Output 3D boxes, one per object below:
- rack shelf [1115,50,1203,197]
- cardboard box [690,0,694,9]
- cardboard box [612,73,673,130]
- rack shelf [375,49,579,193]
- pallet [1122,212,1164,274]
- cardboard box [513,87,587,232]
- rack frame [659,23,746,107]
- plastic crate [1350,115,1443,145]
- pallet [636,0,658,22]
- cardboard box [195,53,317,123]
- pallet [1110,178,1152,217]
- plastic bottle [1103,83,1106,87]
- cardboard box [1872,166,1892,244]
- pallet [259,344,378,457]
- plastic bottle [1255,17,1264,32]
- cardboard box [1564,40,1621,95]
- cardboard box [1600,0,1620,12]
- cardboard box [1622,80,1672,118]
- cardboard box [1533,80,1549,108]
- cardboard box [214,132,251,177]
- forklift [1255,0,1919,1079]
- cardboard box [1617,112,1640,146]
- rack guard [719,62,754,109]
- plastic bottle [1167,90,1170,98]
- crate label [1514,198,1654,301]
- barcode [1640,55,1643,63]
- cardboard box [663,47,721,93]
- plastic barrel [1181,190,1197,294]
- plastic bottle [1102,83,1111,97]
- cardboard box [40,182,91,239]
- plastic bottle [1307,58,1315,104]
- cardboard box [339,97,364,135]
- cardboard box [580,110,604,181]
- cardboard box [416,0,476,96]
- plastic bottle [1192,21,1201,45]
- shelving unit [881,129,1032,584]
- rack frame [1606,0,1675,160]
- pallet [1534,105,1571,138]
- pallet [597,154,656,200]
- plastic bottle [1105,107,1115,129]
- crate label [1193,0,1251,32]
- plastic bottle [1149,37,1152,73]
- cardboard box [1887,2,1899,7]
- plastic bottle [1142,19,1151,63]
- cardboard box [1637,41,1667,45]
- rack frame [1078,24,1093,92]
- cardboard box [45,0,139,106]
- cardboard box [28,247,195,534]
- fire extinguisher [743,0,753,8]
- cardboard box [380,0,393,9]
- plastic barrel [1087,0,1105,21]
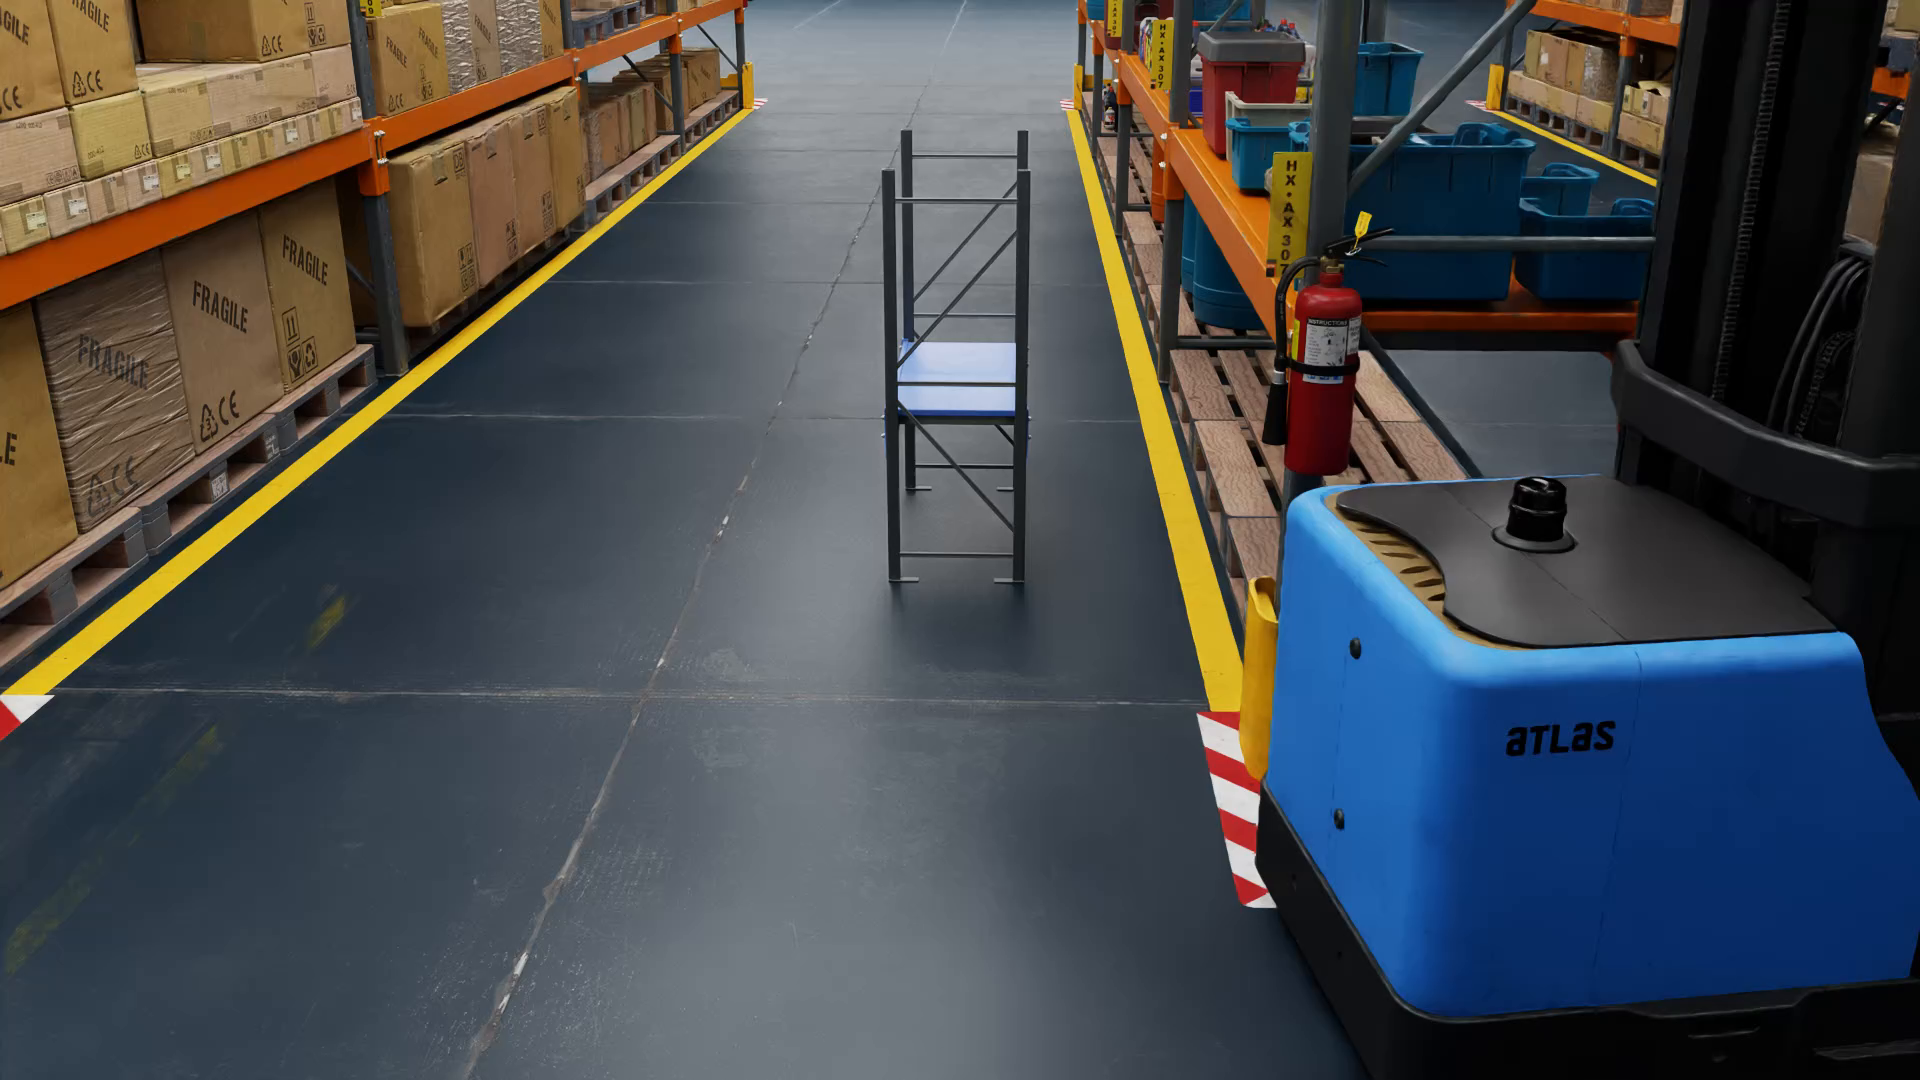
[{"bbox_3d":[1.590,-2.603,10.085,1.077,0.370,4.000,1,21,2],"label":"rack shelf"},{"bbox_3d":[-2.872,-5.391,16.623,0.380,0.149,0.250,1,21,2],"label":"cardboard box"},{"bbox_3d":[-3.126,-4.337,16.434,0.500,0.500,0.500,0,21,0],"label":"cardboard box"},{"bbox_3d":[-3.361,-2.657,10.225,1.077,0.370,4.000,1,21,2],"label":"rack shelf"},{"bbox_3d":[1.668,-2.076,11.587,1.003,0.211,1.213,1,21,2],"label":"pallet"},{"bbox_3d":[-3.342,-2.672,11.625,1.225,0.875,0.875,0,21,-1],"label":"cardboard box"},{"bbox_3d":[-3.057,-6.608,19.413,1.000,3.000,0.127,1,21,2],"label":"rack frame"},{"bbox_3d":[1.764,-1.707,7.079,0.437,0.125,0.590,1,21,2],"label":"plastic crate"},{"bbox_3d":[-3.347,-4.798,15.013,1.003,0.211,1.213,1,21,2],"label":"pallet"},{"bbox_3d":[-3.186,-1.989,7.303,0.500,0.250,0.500,1,21,3],"label":"cardboard box"},{"bbox_3d":[1.713,-2.641,13.043,1.003,0.211,1.213,1,21,2],"label":"pallet"},{"bbox_3d":[1.527,-4.835,18.006,0.097,0.271,0.097,0,21,0],"label":"plastic bottle"},{"bbox_3d":[6.272,-2.113,10.675,0.500,0.500,0.500,0,21,1],"label":"cardboard box"},{"bbox_3d":[-3.523,-0.695,8.029,1.003,0.211,1.213,1,21,2],"label":"pallet"},{"bbox_3d":[2.065,-3.456,11.450,0.061,0.283,0.133,1,21,2],"label":"plastic bottle"},{"bbox_3d":[6.557,-4.847,17.057,0.500,0.500,0.500,1,21,2],"label":"cardboard box"},{"bbox_3d":[6.740,-5.450,16.289,0.700,0.500,0.500,0,21,1],"label":"cardboard box"},{"bbox_3d":[6.462,-4.080,15.344,0.500,0.311,0.500,1,21,2],"label":"cardboard box"},{"bbox_3d":[6.579,-4.859,18.125,0.500,0.250,0.500,1,21,2],"label":"cardboard box"},{"bbox_3d":[-3.142,-1.574,6.786,0.380,0.149,0.250,0,21,1],"label":"cardboard box"},{"bbox_3d":[2.305,-0.392,3.489,3.031,2.935,1.130,-3,21,-7],"label":"forklift"},{"bbox_3d":[6.463,-3.822,15.454,0.500,0.250,0.500,0,21,0],"label":"cardboard box"},{"bbox_3d":[-3.059,-5.415,19.795,1.175,0.500,0.348,1,21,2],"label":"rack guard"},{"bbox_3d":[1.244,-2.618,9.300,0.152,0.276,0.135,1,21,2],"label":"plastic bottle"},{"bbox_3d":[1.744,-0.804,4.604,0.416,0.233,0.303,1,21,2],"label":"crate label"},{"bbox_3d":[6.299,-4.451,15.375,0.001,0.075,0.075,1,21,2],"label":"barcode"},{"bbox_3d":[-3.092,-5.413,19.208,0.500,0.500,0.500,5,22,12],"label":"cardboard box"},{"bbox_3d":[1.584,-1.885,9.561,0.600,0.901,0.708,1,21,2],"label":"plastic barrel"},{"bbox_3d":[1.520,-4.500,17.033,0.144,0.351,0.185,1,21,1],"label":"plastic bottle"},{"bbox_3d":[-3.182,-1.110,5.591,0.380,0.149,0.250,0,21,1],"label":"cardboard box"},{"bbox_3d":[1.935,-2.453,8.875,0.152,0.276,0.135,1,21,2],"label":"plastic bottle"},{"bbox_3d":[-3.103,-2.038,7.983,0.380,0.149,0.250,1,21,2],"label":"cardboard box"},{"bbox_3d":[-3.295,-3.199,13.473,0.700,0.500,0.500,-1,21,-3],"label":"cardboard box"},{"bbox_3d":[-3.128,-2.842,9.569,0.500,0.500,0.500,0,21,0],"label":"cardboard box"},{"bbox_3d":[1.420,-2.973,10.113,0.144,0.351,0.185,1,21,2],"label":"plastic bottle"},{"bbox_3d":[0.003,-0.730,6.337,0.538,1.500,1.048,1,21,2],"label":"shelving unit"},{"bbox_3d":[6.723,-5.052,15.402,1.000,3.000,0.127,1,21,2],"label":"rack frame"},{"bbox_3d":[6.824,-4.481,17.786,1.003,0.211,1.213,1,21,2],"label":"pallet"},{"bbox_3d":[-3.235,-3.138,14.325,1.003,0.211,1.213,1,21,2],"label":"pallet"},{"bbox_3d":[1.472,-4.143,16.319,0.097,0.201,0.097,0,21,0],"label":"plastic bottle"},{"bbox_3d":[1.951,-4.034,12.730,0.502,0.435,0.616,1,21,2],"label":"crate label"},{"bbox_3d":[1.259,-3.108,10.570,0.097,0.271,0.097,0,21,0],"label":"plastic bottle"},{"bbox_3d":[6.823,-3.885,12.518,0.500,0.311,0.500,0,21,1],"label":"cardboard box"},{"bbox_3d":[1.259,-3.336,11.140,0.061,0.283,0.133,1,21,2],"label":"plastic bottle"},{"bbox_3d":[7.081,-4.841,17.042,0.500,0.500,0.500,1,21,2],"label":"cardboard box"},{"bbox_3d":[1.894,-6.554,19.273,1.000,3.000,0.127,1,21,2],"label":"rack frame"},{"bbox_3d":[-3.234,-1.780,5.730,0.500,0.500,0.500,0,21,0],"label":"cardboard box"},{"bbox_3d":[-3.576,-0.590,6.259,0.875,0.875,0.875,1,21,2],"label":"cardboard box"},{"bbox_3d":[-2.592,-6.609,19.521,0.296,0.674,0.183,1,21,2],"label":"fire extinguisher"},{"bbox_3d":[-3.410,-3.015,8.627,0.797,0.503,0.637,0,21,0],"label":"cardboard box"},{"bbox_3d":[1.458,-5.205,15.103,0.600,0.901,0.708,1,21,2],"label":"plastic barrel"}]
